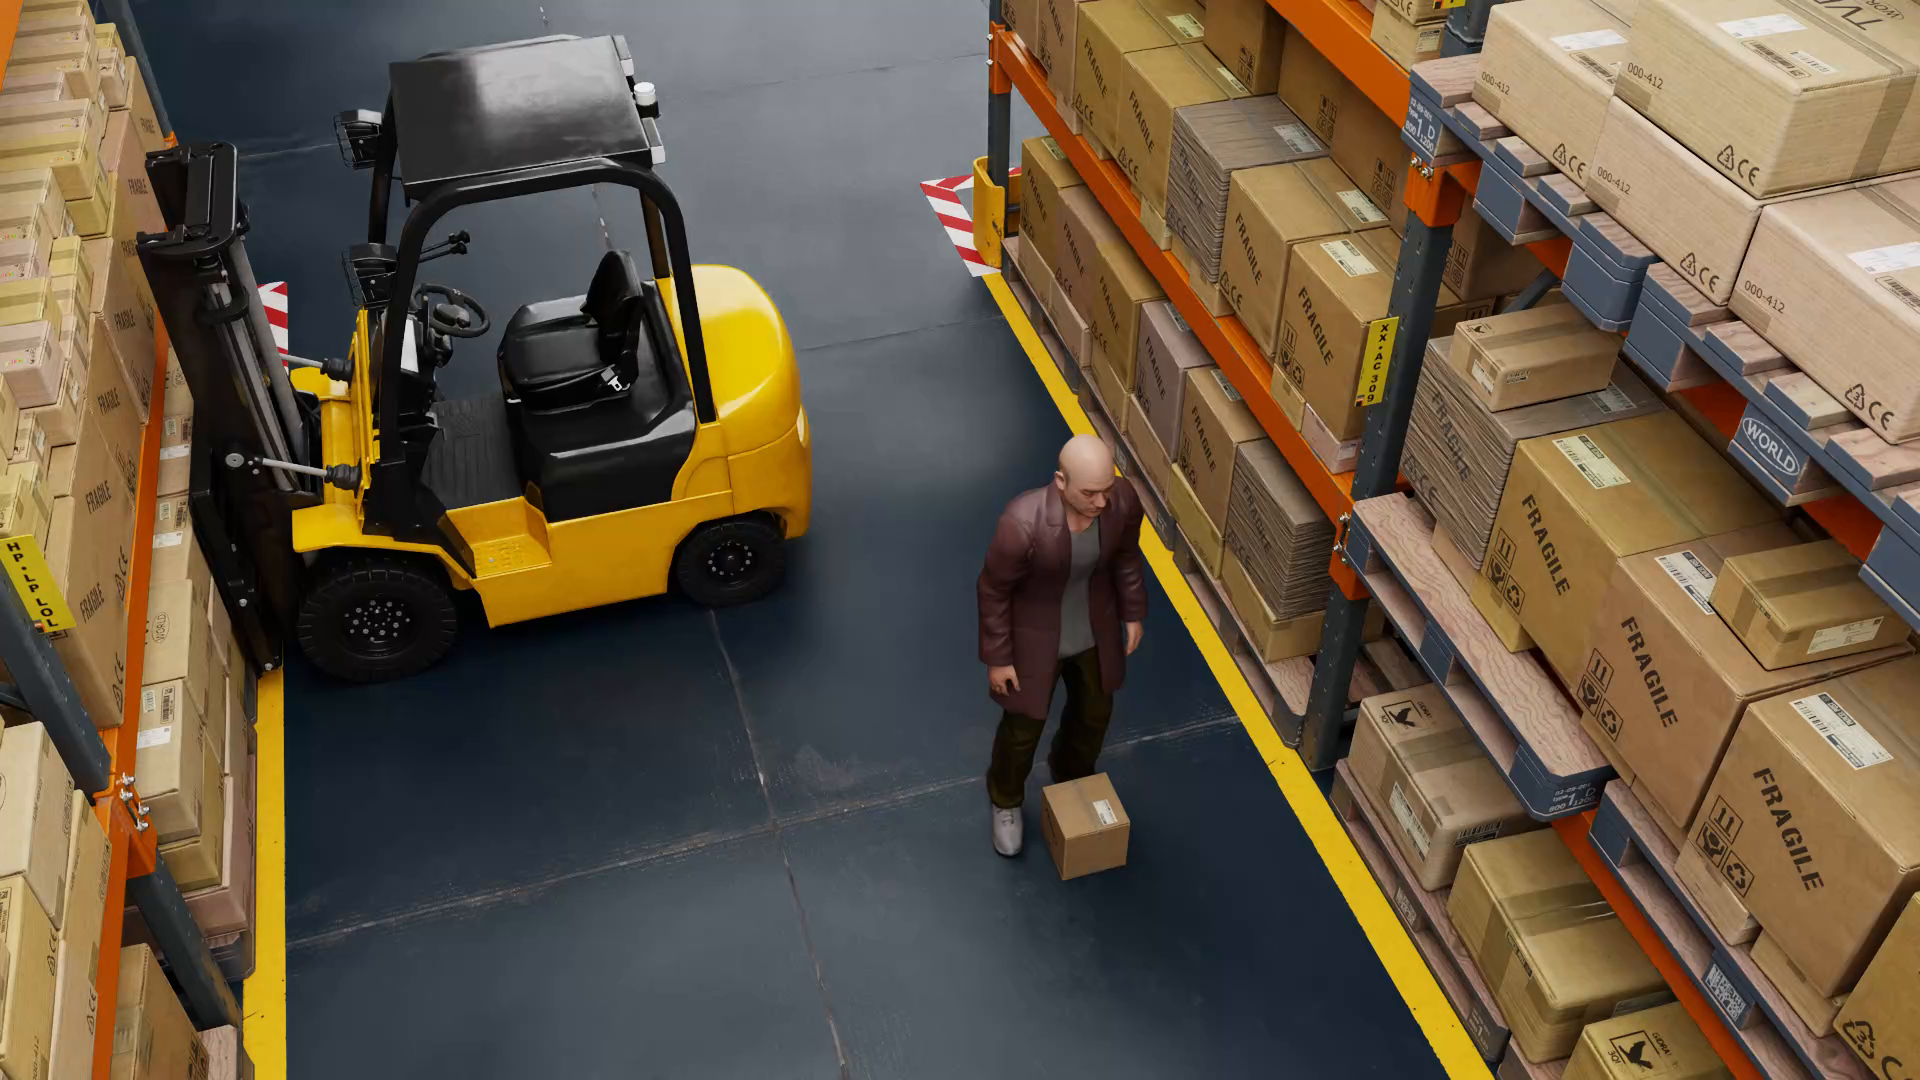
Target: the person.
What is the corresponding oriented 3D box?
[{"bbox_3d":[0.363,0.335,5.795,0.653,1.774,0.426,-16,44,-18],"label":"person"}]
